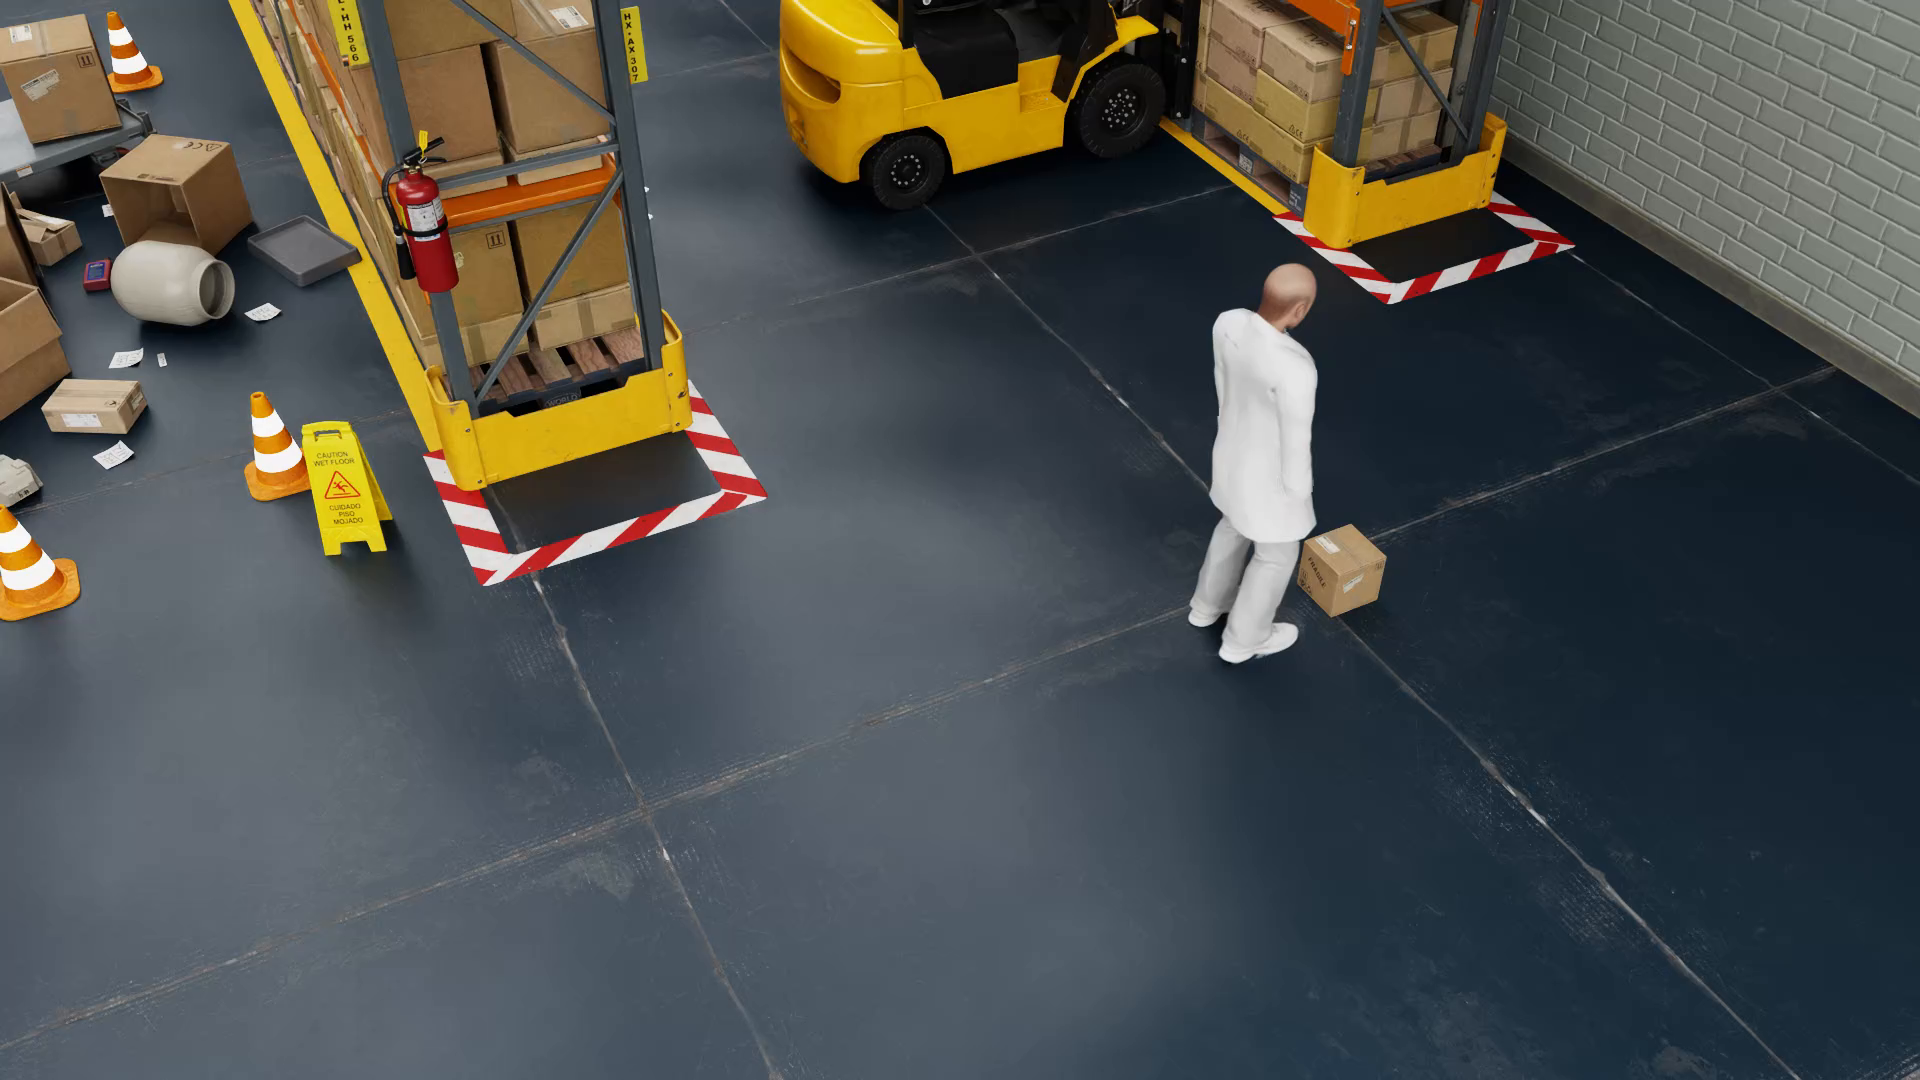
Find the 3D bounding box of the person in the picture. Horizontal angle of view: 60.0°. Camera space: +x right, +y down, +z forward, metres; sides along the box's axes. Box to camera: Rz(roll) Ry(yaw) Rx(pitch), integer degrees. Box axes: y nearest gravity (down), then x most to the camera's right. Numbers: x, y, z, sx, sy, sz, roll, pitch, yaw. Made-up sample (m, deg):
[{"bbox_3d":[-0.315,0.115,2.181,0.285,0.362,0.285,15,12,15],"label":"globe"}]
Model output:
[{"bbox_3d":[1.188,-0.306,6.542,0.378,1.770,0.567,-18,44,-20],"label":"person"}]
